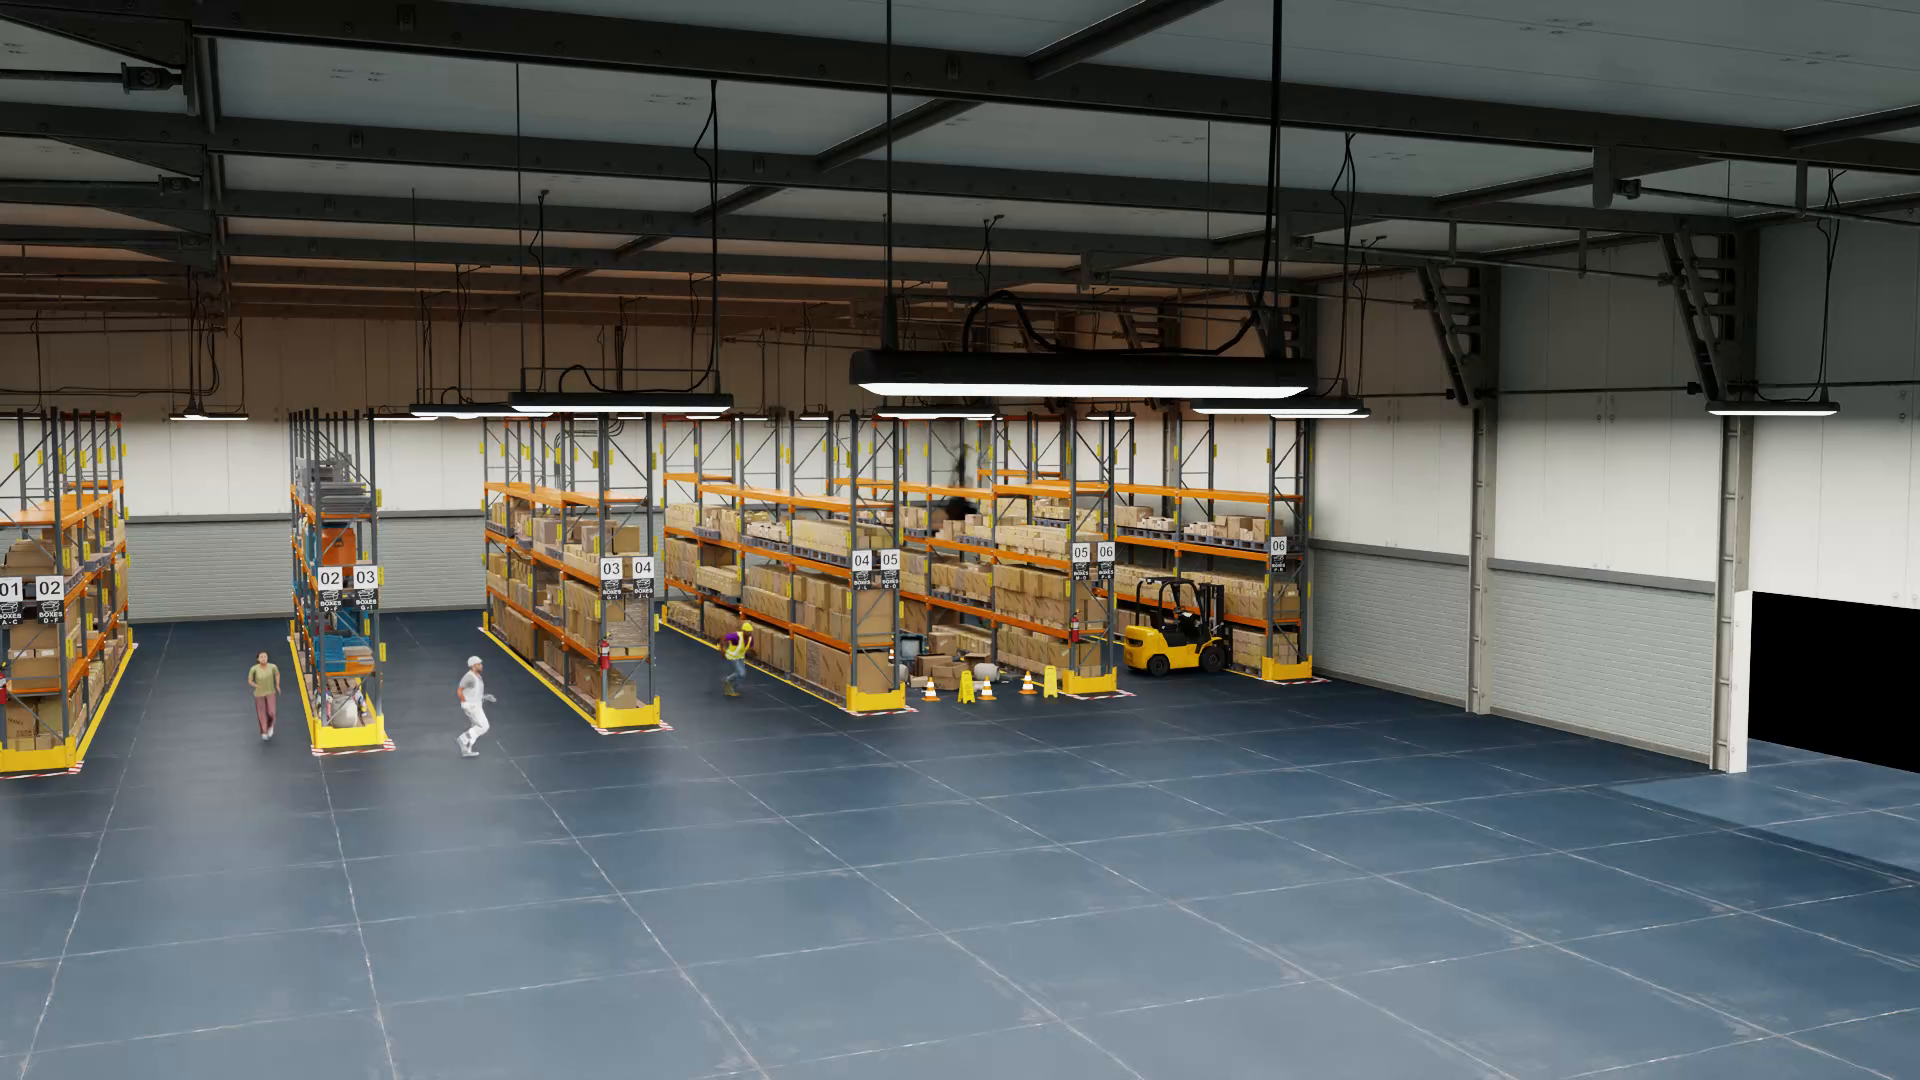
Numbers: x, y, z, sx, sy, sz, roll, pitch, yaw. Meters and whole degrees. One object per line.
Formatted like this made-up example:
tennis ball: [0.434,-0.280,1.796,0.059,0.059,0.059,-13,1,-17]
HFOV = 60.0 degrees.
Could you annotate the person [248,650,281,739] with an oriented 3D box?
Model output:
person: [-12.531,2.796,29.987,0.552,1.626,0.680,-2,4,-27]

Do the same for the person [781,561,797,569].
person: [-5.089,1.393,50.724,1.025,1.698,0.699,-2,4,-21]

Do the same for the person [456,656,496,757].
person: [-8.296,2.857,28.500,0.632,1.732,0.670,0,4,-1]

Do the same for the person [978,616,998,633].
person: [0.705,1.691,44.764,0.671,1.783,0.884,-2,4,-23]

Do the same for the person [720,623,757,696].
person: [-4.643,2.501,34.730,0.838,1.578,0.735,3,5,38]
